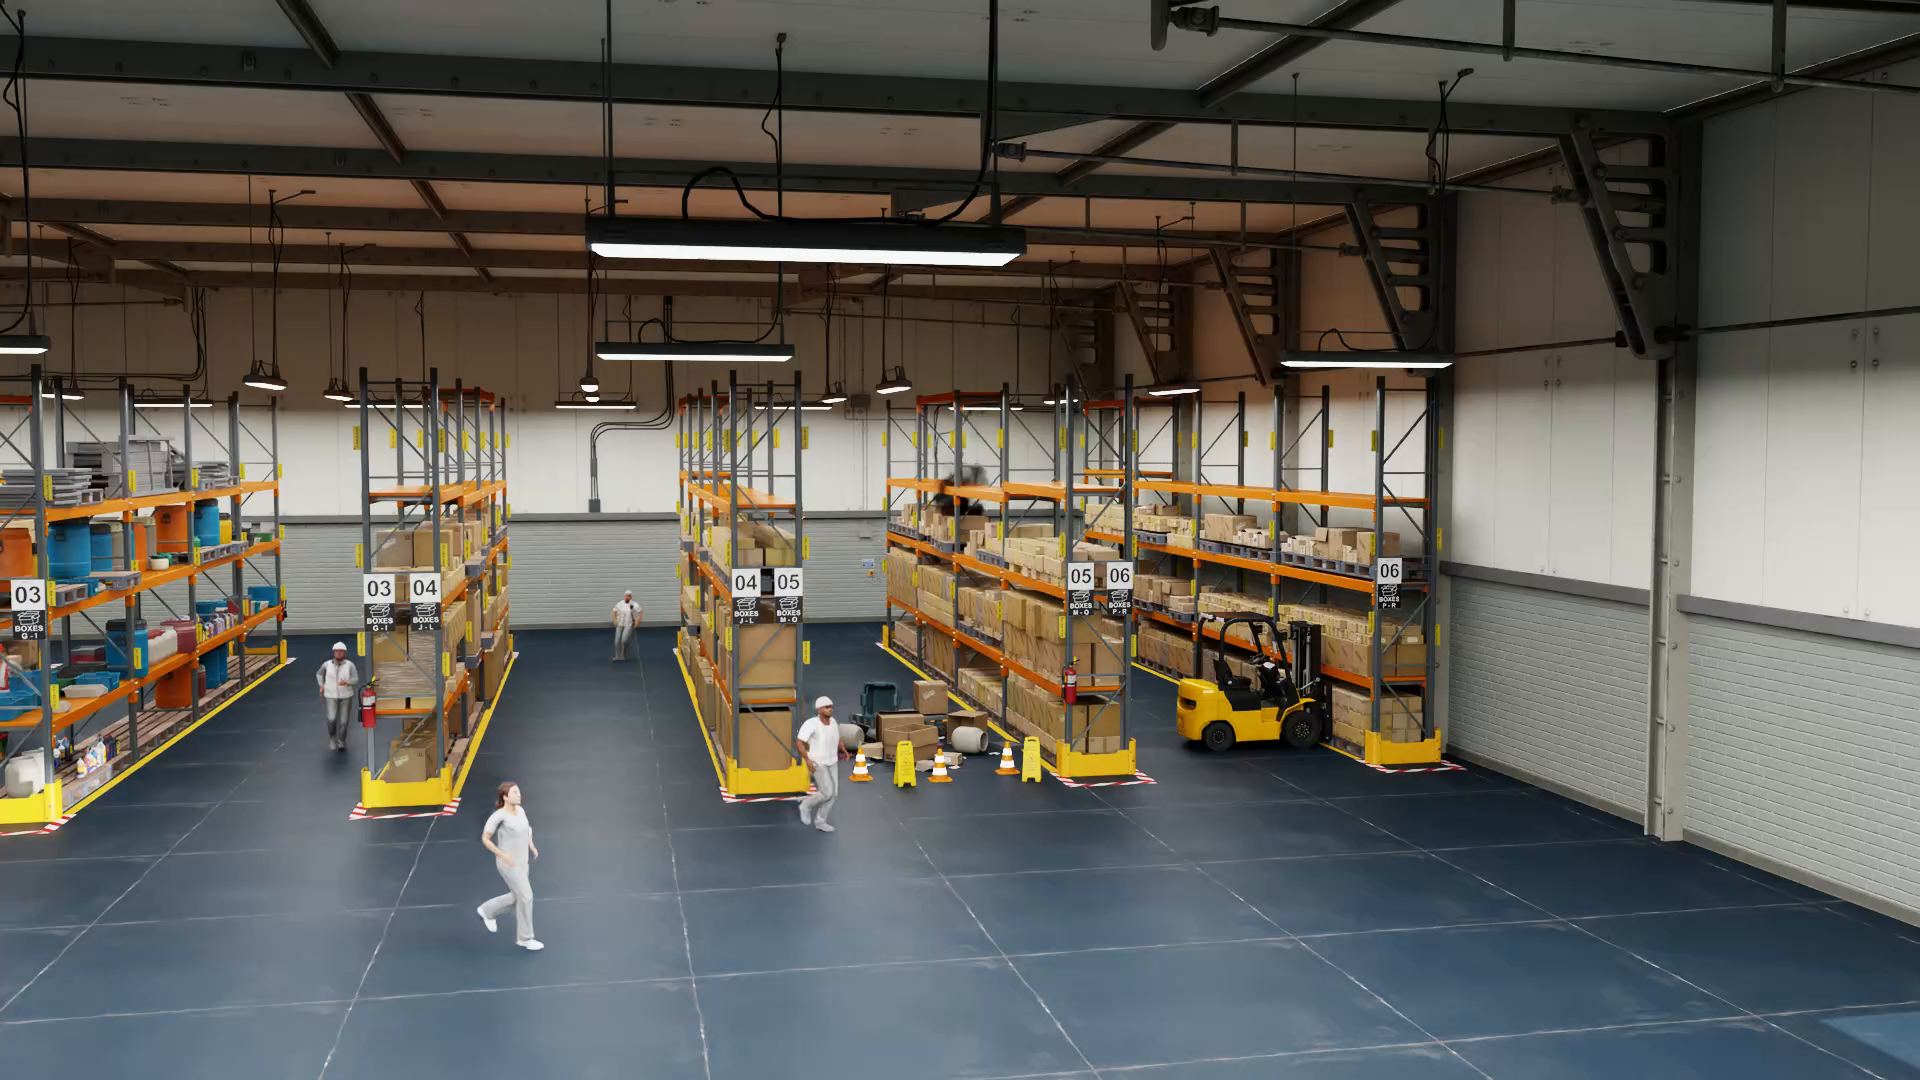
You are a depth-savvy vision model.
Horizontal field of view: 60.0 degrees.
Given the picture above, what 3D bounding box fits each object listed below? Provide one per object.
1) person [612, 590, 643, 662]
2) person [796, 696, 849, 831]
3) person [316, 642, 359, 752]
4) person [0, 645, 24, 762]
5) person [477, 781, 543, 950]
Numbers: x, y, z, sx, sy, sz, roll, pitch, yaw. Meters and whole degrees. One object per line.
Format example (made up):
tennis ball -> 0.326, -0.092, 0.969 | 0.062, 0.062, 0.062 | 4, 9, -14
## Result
person -> -7.580, 1.953, 37.698 | 0.674, 1.622, 0.599 | 0, 3, 6
person -> -1.760, 2.867, 21.382 | 0.578, 1.733, 0.715 | 3, 4, 37
person -> -9.998, 2.524, 26.740 | 0.644, 1.751, 0.642 | -1, 4, -21
person -> -15.182, 2.537, 26.293 | 0.684, 1.829, 0.854 | -1, 3, -13
person -> -4.475, 3.199, 16.444 | 0.790, 1.650, 0.579 | 1, 4, 19
